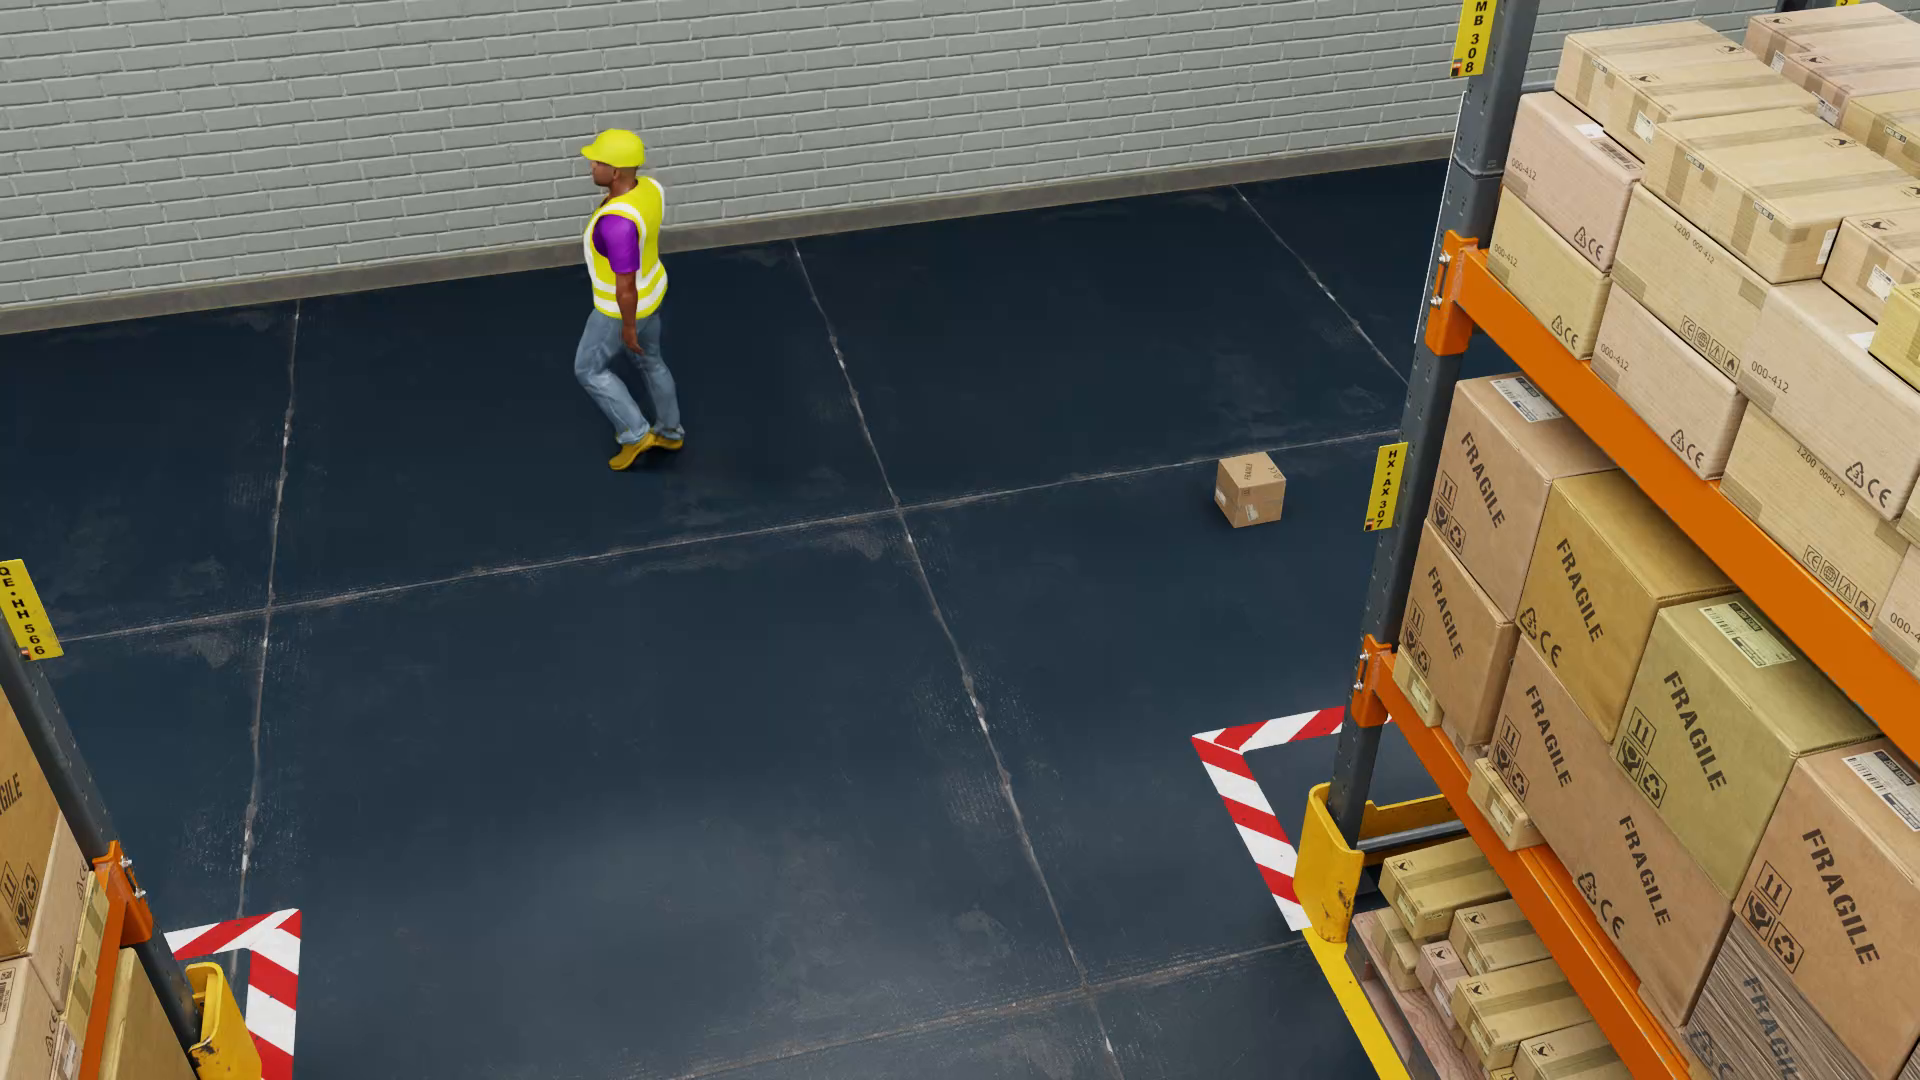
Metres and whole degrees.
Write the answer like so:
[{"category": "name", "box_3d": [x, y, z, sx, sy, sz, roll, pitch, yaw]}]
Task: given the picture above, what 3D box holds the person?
[{"category": "person", "box_3d": [-1.660, -1.173, 8.190, 0.468, 1.799, 0.566, 8, 39, 10]}]
